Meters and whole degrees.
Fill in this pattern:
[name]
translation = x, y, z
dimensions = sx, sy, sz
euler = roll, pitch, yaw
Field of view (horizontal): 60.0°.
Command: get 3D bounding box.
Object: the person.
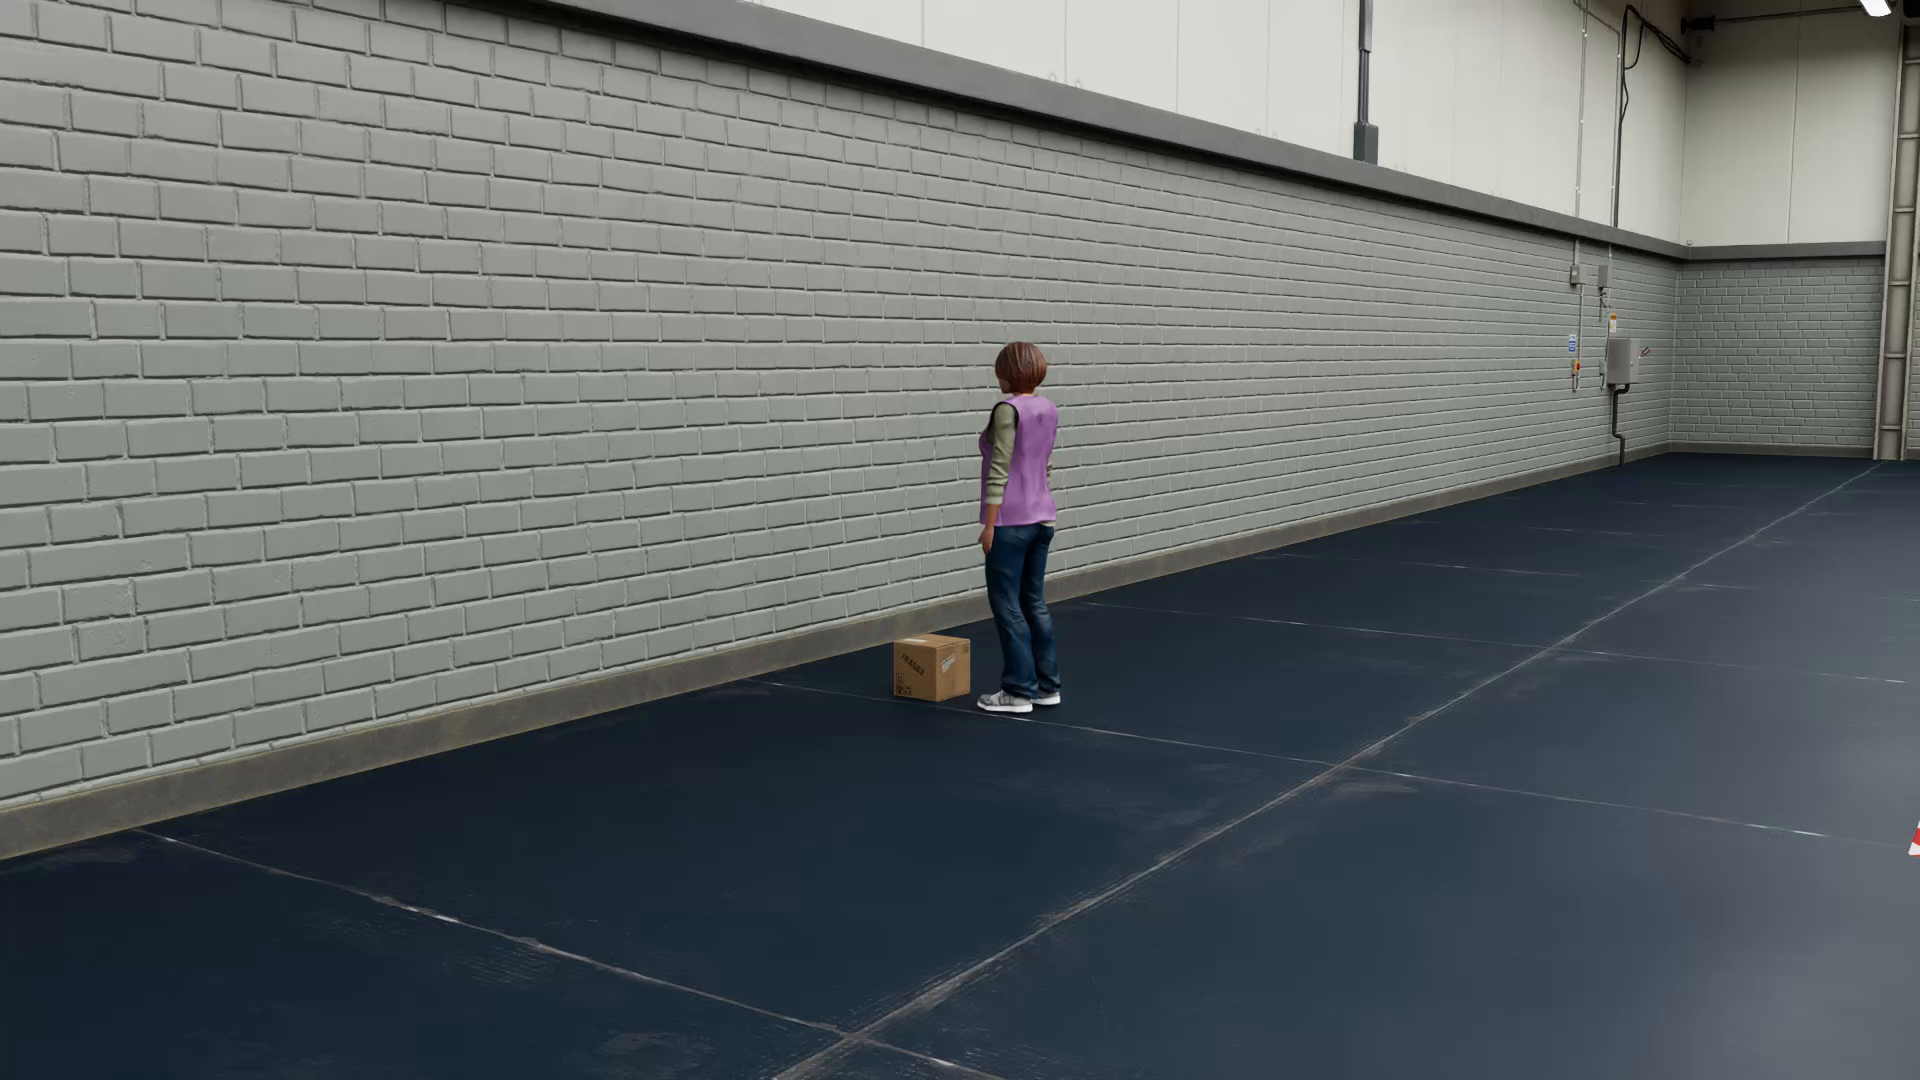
[person]
translation = 0.248, -0.053, 7.178
dimensions = 0.310, 1.600, 0.405
euler = 5, 8, 38
